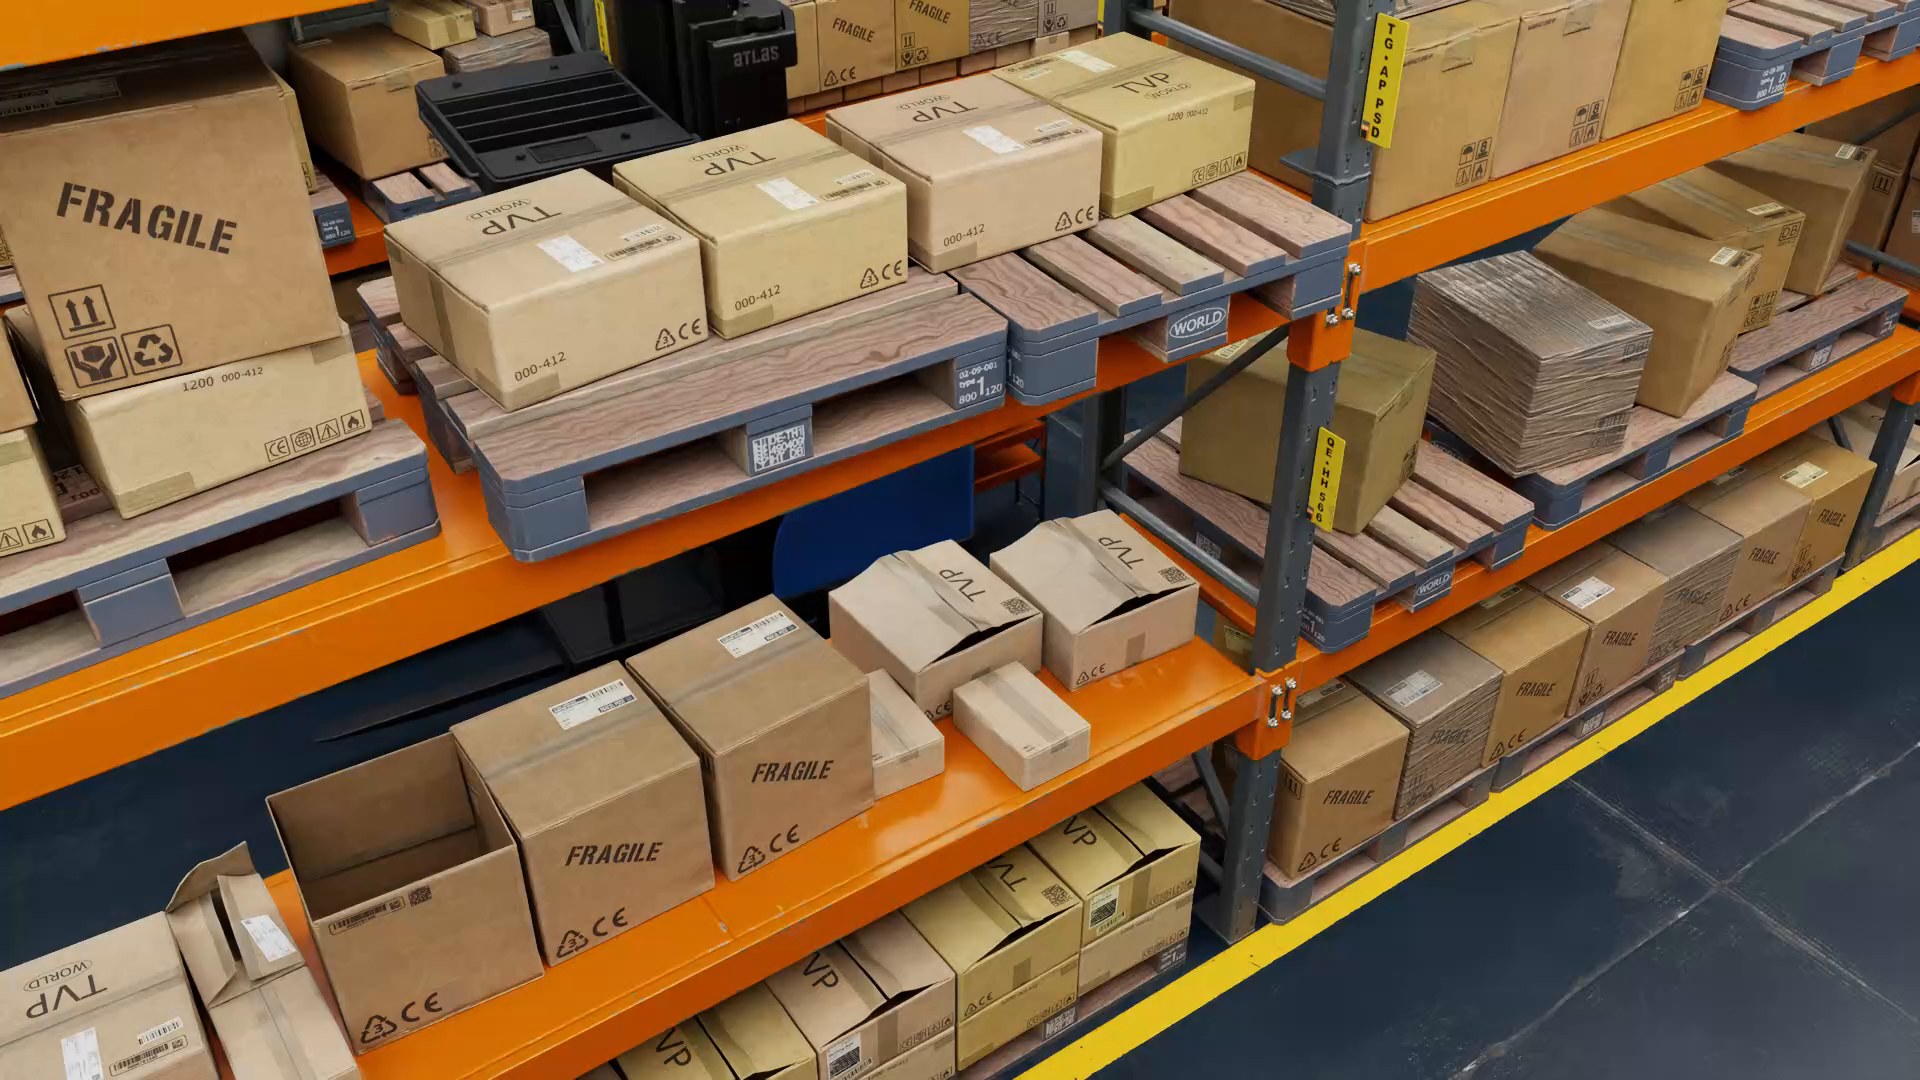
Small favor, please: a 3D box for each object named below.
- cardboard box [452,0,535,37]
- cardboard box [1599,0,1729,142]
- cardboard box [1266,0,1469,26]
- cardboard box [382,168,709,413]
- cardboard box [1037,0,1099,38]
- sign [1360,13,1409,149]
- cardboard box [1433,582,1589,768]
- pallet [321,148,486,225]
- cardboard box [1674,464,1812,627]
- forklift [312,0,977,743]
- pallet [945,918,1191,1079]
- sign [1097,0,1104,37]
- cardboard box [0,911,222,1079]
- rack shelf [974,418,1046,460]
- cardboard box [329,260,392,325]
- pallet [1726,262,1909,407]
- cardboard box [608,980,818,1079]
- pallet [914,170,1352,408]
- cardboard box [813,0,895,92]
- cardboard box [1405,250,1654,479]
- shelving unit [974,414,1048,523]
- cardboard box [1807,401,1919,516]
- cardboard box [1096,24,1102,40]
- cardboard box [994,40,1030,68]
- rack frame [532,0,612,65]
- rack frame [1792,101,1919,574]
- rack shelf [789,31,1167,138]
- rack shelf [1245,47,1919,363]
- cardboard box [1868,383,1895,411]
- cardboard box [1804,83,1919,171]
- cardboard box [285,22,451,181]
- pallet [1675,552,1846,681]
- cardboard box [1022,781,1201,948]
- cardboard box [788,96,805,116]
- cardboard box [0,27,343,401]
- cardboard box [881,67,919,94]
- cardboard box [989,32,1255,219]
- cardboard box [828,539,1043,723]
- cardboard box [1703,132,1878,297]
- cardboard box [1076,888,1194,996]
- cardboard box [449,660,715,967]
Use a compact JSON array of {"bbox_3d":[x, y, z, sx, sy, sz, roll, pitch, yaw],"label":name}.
[{"bbox_3d":[-2.359,-2.685,8.396,0.250,0.149,0.380,-28,44,-33],"label":"cardboard box"},{"bbox_3d":[1.941,-1.737,5.442,0.500,0.500,0.910,-22,41,-28],"label":"cardboard box"},{"bbox_3d":[1.122,-1.778,4.642,0.500,0.500,0.500,-22,41,-28],"label":"cardboard box"},{"bbox_3d":[-0.909,-0.566,3.667,0.500,0.250,0.500,-26,43,-32],"label":"cardboard box"},{"bbox_3d":[0.531,-3.396,10.045,0.500,0.500,0.500,-22,41,-28],"label":"cardboard box"},{"bbox_3d":[1.075,-1.162,4.217,0.005,0.325,0.100,-22,41,-28],"label":"sign"},{"bbox_3d":[2.136,0.505,6.743,0.500,0.500,0.500,-23,42,-28],"label":"cardboard box"},{"bbox_3d":[-2.616,-1.964,8.577,1.003,0.211,1.213,-22,41,-28],"label":"pallet"},{"bbox_3d":[3.384,-0.014,7.465,0.500,0.500,0.500,-22,41,-28],"label":"cardboard box"},{"bbox_3d":[-1.460,-0.796,6.846,3.031,2.935,1.130,-18,40,-24],"label":"forklift"},{"bbox_3d":[0.067,1.421,6.094,1.213,0.211,1.003,-22,41,-28],"label":"pallet"},{"bbox_3d":[0.451,-1.657,4.973,0.005,0.325,0.100,-22,41,-28],"label":"sign"},{"bbox_3d":[-2.130,1.250,4.071,0.500,0.250,0.500,-20,40,-25],"label":"cardboard box"},{"bbox_3d":[0.147,-0.492,8.022,0.480,0.148,0.258,-21,41,-26],"label":"rack shelf"},{"bbox_3d":[-3.155,-1.372,8.711,0.500,0.250,0.500,-22,41,-27],"label":"cardboard box"},{"bbox_3d":[3.316,-1.021,7.264,1.213,0.211,1.003,-22,41,-28],"label":"pallet"},{"bbox_3d":[-0.770,1.556,5.033,0.500,0.311,0.500,-21,41,-27],"label":"cardboard box"},{"bbox_3d":[0.259,-0.840,4.442,1.003,0.211,1.213,-20,40,-26],"label":"pallet"},{"bbox_3d":[-0.711,-2.882,9.330,0.500,0.500,0.500,-23,41,-28],"label":"cardboard box"},{"bbox_3d":[2.069,-0.663,6.158,0.500,0.500,0.700,-15,38,-19],"label":"cardboard box"},{"bbox_3d":[0.147,-0.547,7.983,0.503,1.200,0.258,-21,41,-26],"label":"shelving unit"},{"bbox_3d":[4.499,-0.440,8.219,0.500,0.311,0.500,-22,41,-28],"label":"cardboard box"},{"bbox_3d":[0.869,-3.239,10.383,0.250,0.149,0.380,-22,41,-27],"label":"cardboard box"},{"bbox_3d":[0.211,-3.006,10.059,0.250,0.149,0.380,-22,41,-28],"label":"cardboard box"},{"bbox_3d":[-2.095,-2.333,8.924,0.127,3.000,1.000,-22,41,-28],"label":"rack frame"},{"bbox_3d":[4.032,-1.315,7.510,0.127,3.000,1.000,-22,41,-28],"label":"rack frame"},{"bbox_3d":[-0.460,-2.713,10.070,4.000,0.370,1.077,-22,41,-28],"label":"rack shelf"},{"bbox_3d":[2.397,-1.568,5.909,4.000,0.370,1.077,-22,41,-28],"label":"rack shelf"},{"bbox_3d":[4.947,-0.982,8.972,0.500,0.311,0.500,-22,41,-28],"label":"cardboard box"},{"bbox_3d":[4.296,-2.055,7.597,0.500,0.500,0.500,-22,41,-28],"label":"cardboard box"},{"bbox_3d":[-2.914,-2.188,8.261,0.500,0.500,0.700,-27,43,-32],"label":"cardboard box"},{"bbox_3d":[3.388,0.109,7.918,1.213,0.211,1.003,-22,41,-28],"label":"pallet"},{"bbox_3d":[0.476,1.042,5.747,0.500,0.311,0.500,-21,41,-27],"label":"cardboard box"},{"bbox_3d":[-1.081,-2.512,9.372,0.250,0.149,0.380,-23,42,-28],"label":"cardboard box"},{"bbox_3d":[-1.529,-0.647,3.139,0.500,0.500,0.500,-18,40,-24],"label":"cardboard box"},{"bbox_3d":[-0.445,-2.760,9.717,0.250,0.149,0.380,-22,41,-28],"label":"cardboard box"},{"bbox_3d":[0.424,-1.118,4.435,0.500,0.250,0.500,-26,43,-31],"label":"cardboard box"},{"bbox_3d":[-0.081,0.275,5.375,0.500,0.311,0.500,-23,42,-28],"label":"cardboard box"},{"bbox_3d":[3.515,-1.474,7.285,0.700,0.500,0.500,22,41,28],"label":"cardboard box"},{"bbox_3d":[0.472,1.269,5.911,0.500,0.250,0.500,-21,41,-27],"label":"cardboard box"},{"bbox_3d":[-1.030,0.739,4.568,0.500,0.500,0.500,-22,41,-28],"label":"cardboard box"}]
